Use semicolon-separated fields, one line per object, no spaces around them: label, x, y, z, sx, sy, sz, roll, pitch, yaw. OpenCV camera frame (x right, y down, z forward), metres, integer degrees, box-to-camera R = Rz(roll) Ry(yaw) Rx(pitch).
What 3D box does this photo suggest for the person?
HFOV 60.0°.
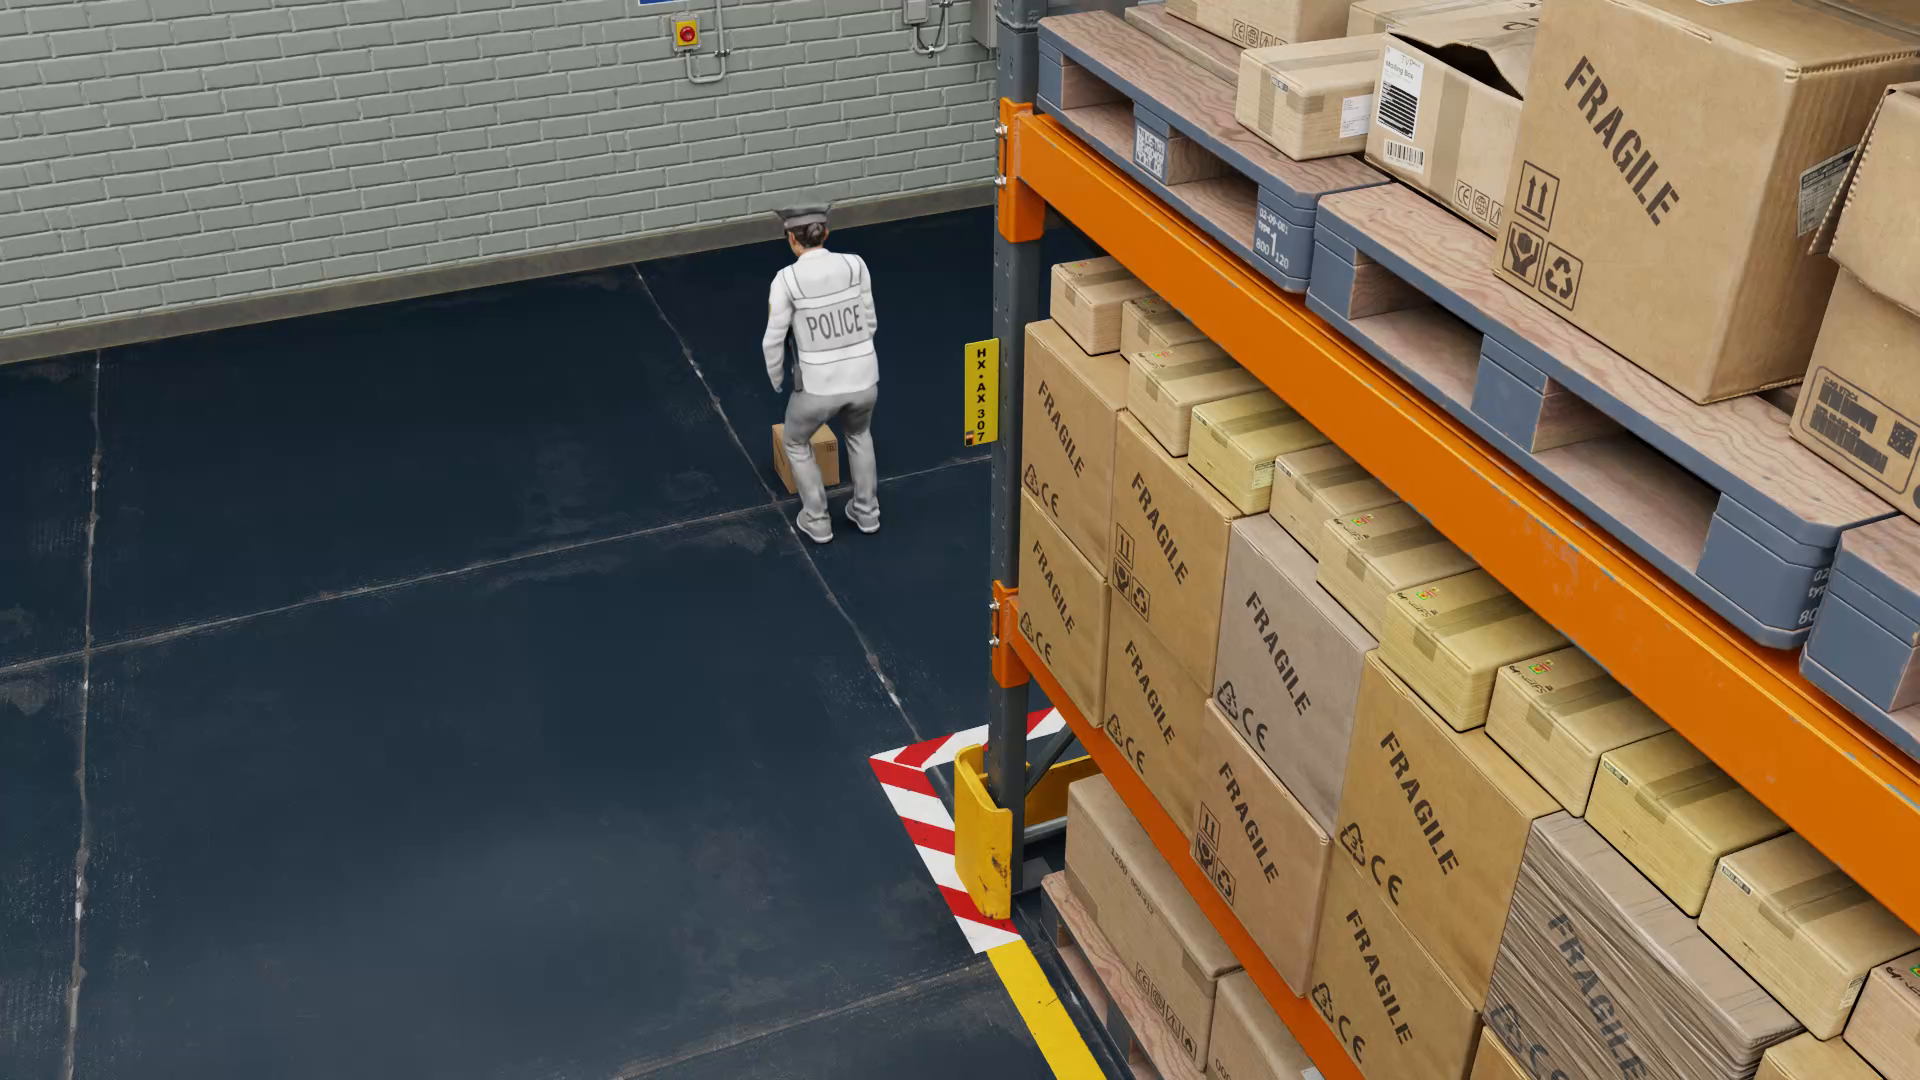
person;-0.605;-0.721;7.330;0.520;1.559;0.548;-12;36;-18
